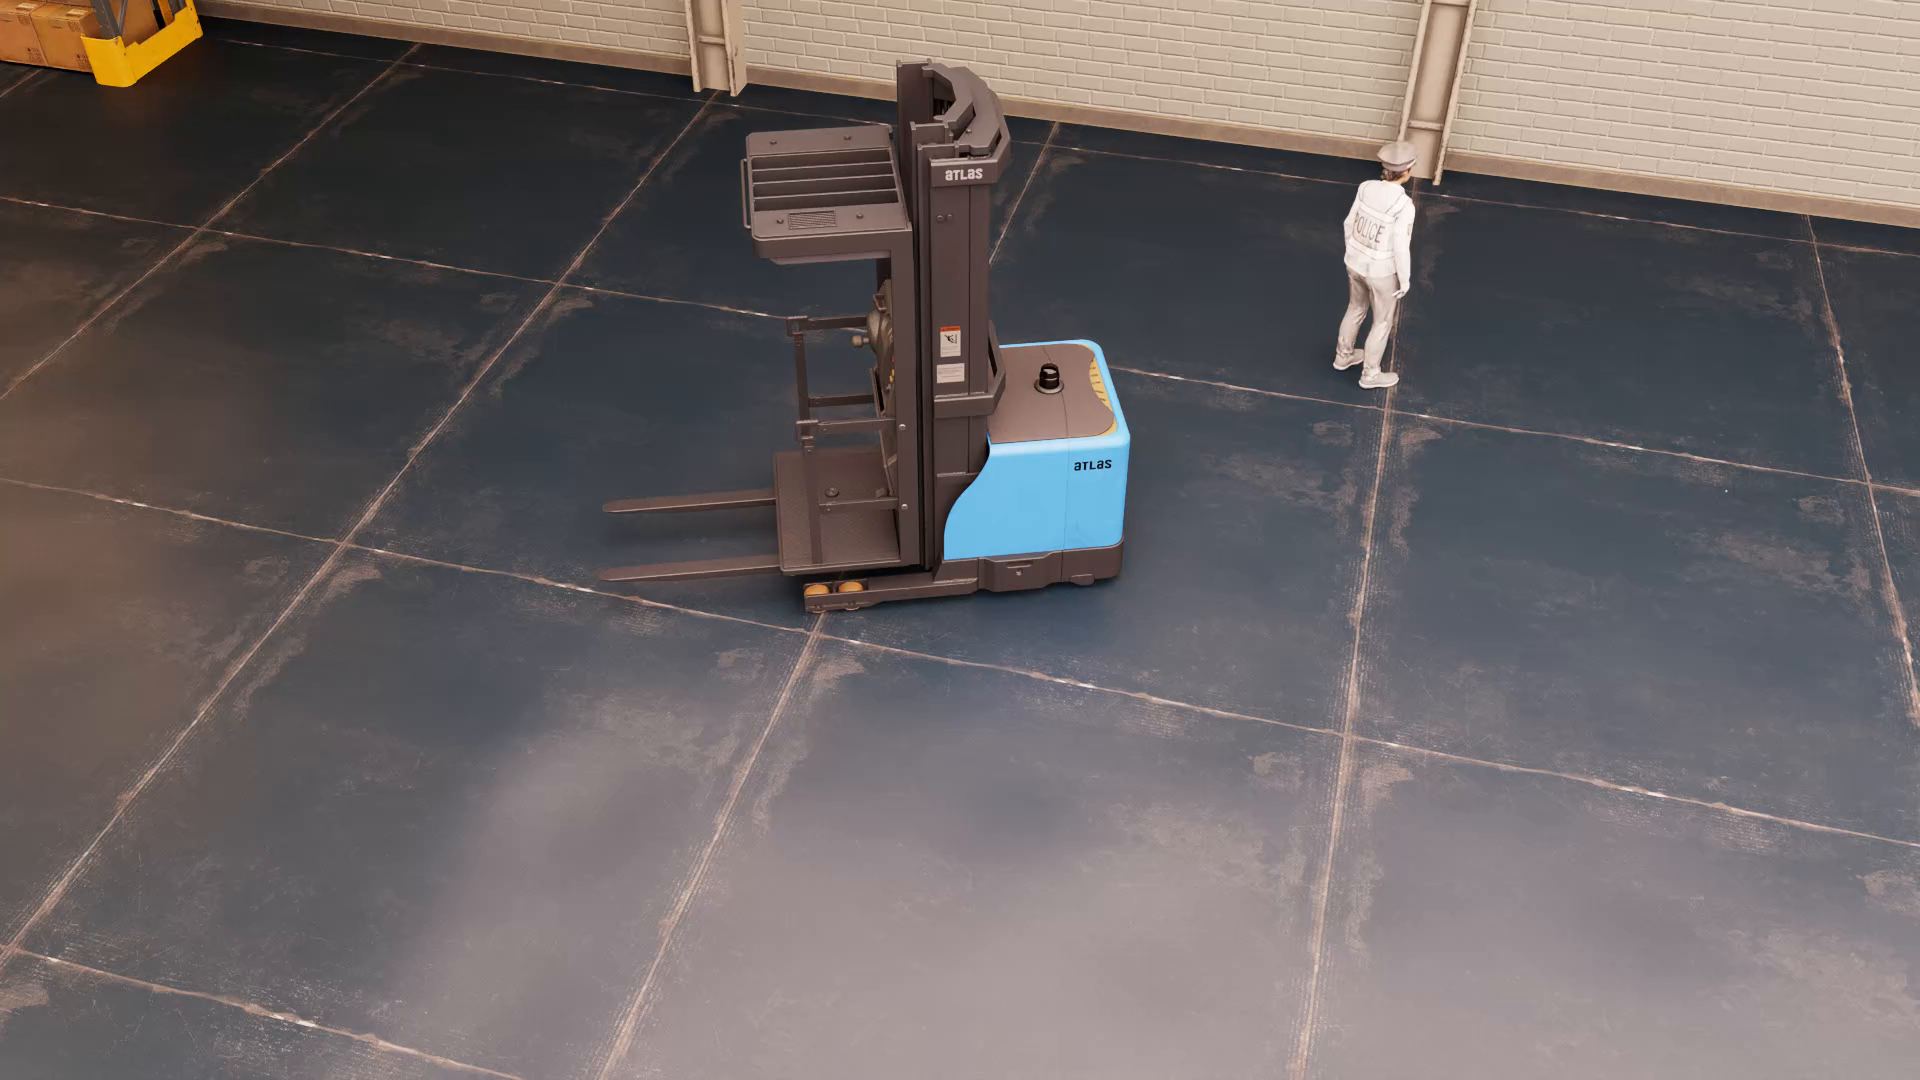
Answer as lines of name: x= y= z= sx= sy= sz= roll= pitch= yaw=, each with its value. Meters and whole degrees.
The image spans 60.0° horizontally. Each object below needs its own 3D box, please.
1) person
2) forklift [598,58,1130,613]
person: x=2.715 y=-1.785 z=10.859 sx=0.373 sy=1.665 sz=0.547 roll=-24 pitch=47 yaw=-25
forklift: x=-0.604 y=-1.052 z=9.062 sx=3.031 sy=2.935 sz=1.130 roll=-5 pitch=41 yaw=-5
